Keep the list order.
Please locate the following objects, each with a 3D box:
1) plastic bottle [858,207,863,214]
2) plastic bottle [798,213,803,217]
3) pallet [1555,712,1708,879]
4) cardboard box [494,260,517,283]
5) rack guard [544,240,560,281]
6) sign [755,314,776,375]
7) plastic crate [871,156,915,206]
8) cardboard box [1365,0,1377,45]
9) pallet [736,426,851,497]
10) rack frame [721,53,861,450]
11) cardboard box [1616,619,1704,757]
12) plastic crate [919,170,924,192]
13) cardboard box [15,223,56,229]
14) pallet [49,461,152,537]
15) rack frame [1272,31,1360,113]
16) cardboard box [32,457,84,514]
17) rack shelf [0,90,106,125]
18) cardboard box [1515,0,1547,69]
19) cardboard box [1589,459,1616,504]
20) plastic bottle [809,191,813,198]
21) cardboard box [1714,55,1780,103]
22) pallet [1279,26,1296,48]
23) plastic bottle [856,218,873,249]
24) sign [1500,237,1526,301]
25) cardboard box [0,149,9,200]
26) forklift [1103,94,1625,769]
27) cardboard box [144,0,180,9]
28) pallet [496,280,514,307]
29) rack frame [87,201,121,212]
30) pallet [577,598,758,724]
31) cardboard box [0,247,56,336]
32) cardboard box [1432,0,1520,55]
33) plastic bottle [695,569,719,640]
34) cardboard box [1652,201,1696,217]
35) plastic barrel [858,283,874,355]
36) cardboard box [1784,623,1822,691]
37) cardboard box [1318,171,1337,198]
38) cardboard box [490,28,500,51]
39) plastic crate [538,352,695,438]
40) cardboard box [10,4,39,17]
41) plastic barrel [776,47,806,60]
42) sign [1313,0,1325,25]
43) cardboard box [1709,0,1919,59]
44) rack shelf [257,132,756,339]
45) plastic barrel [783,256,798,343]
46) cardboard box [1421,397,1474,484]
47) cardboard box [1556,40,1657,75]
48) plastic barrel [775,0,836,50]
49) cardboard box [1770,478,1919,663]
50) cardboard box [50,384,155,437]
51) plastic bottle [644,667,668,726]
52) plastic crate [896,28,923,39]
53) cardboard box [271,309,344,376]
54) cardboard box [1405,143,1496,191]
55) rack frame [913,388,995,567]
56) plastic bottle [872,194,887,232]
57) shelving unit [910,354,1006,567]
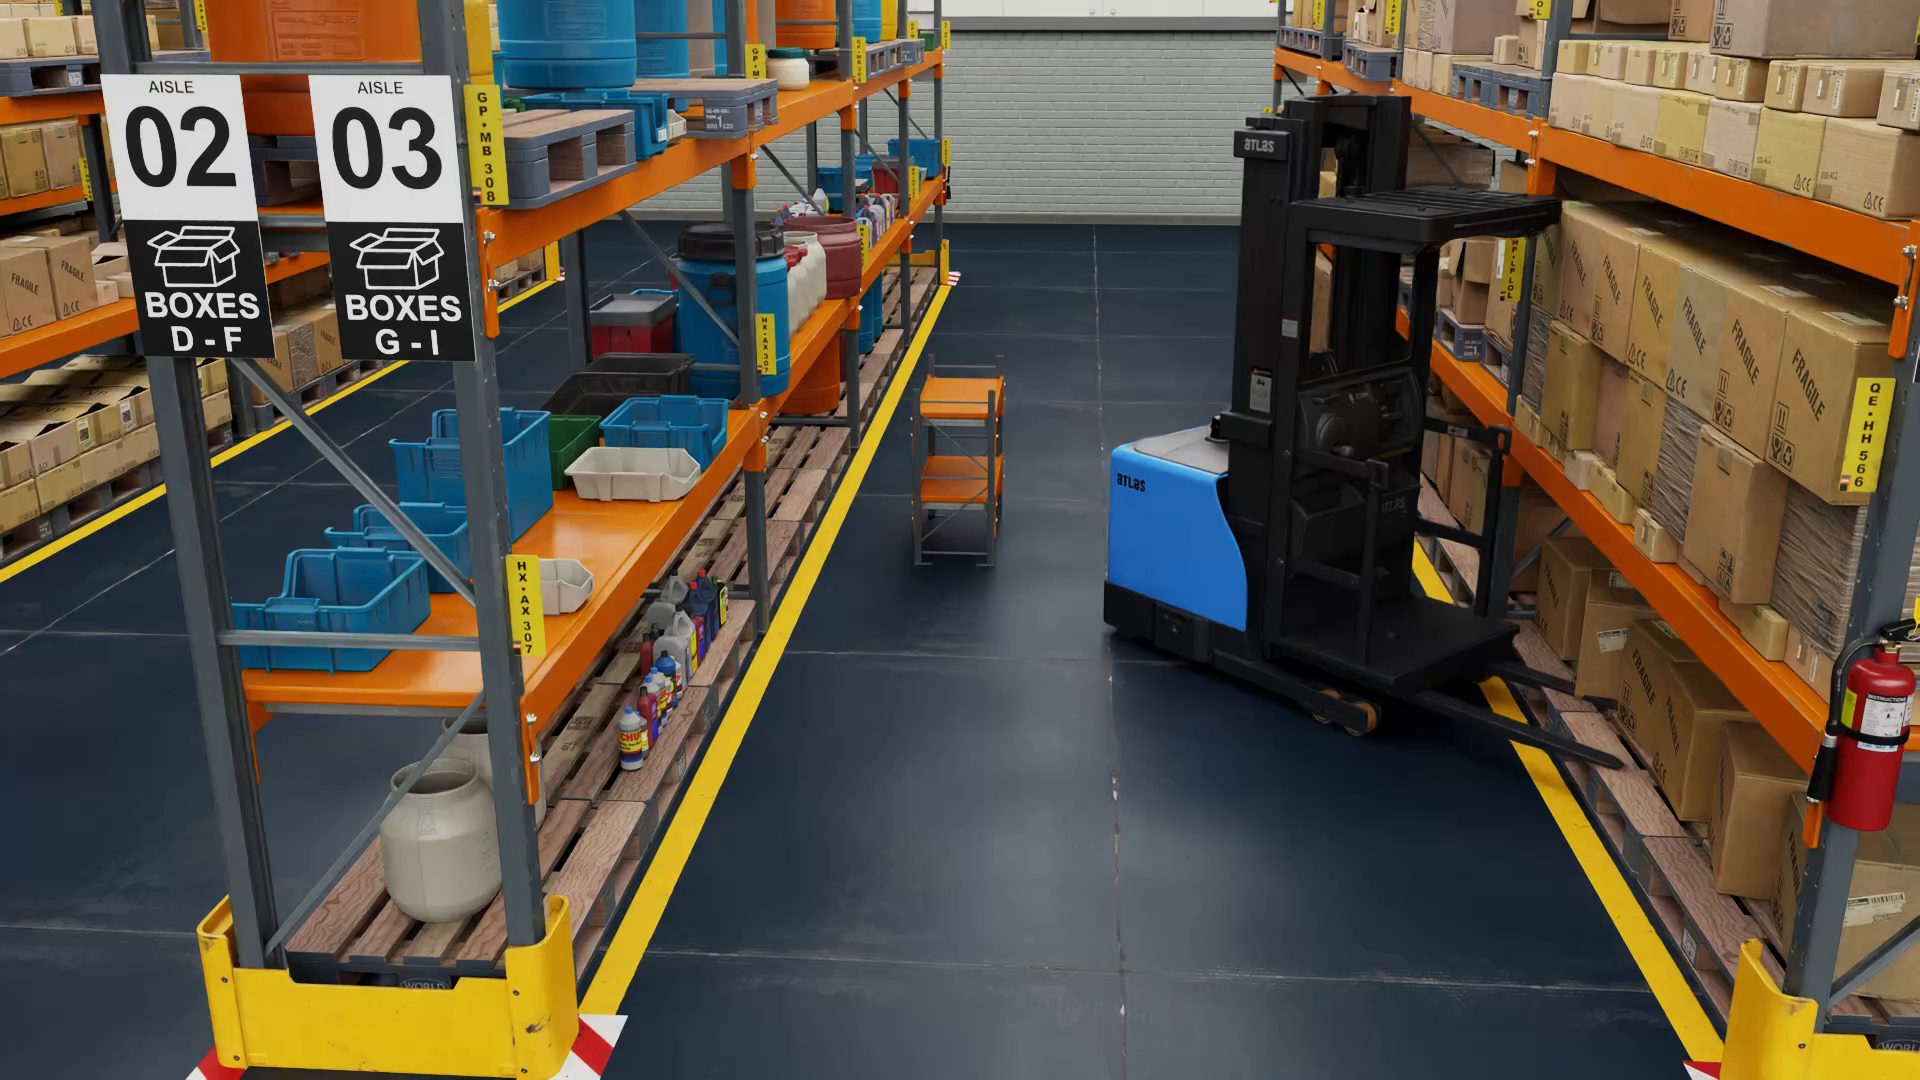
[{"bbox_3d":[-0.909,-2.903,15.172,0.097,0.271,0.097,0,18,0],"label":"plastic bottle"},{"bbox_3d":[-1.408,-2.754,14.716,0.097,0.271,0.097,0,18,0],"label":"plastic bottle"},{"bbox_3d":[3.263,1.101,7.225,1.003,0.211,1.213,1,18,4],"label":"pallet"},{"bbox_3d":[-5.551,-3.197,19.570,0.500,0.250,0.500,1,18,4],"label":"cardboard box"},{"bbox_3d":[-5.665,-3.551,20.959,1.175,0.500,0.348,1,18,4],"label":"rack guard"},{"bbox_3d":[-1.031,-1.040,8.835,0.100,0.325,0.005,1,18,4],"label":"sign"},{"bbox_3d":[-0.692,-3.739,17.319,0.402,0.464,0.583,1,18,4],"label":"plastic crate"},{"bbox_3d":[3.773,-4.365,13.769,0.797,0.503,0.637,1,18,3],"label":"cardboard box"},{"bbox_3d":[-1.387,-0.602,12.420,1.003,0.211,1.213,1,18,4],"label":"pallet"},{"bbox_3d":[-1.292,-2.167,12.718,1.000,3.000,0.127,1,18,4],"label":"rack frame"},{"bbox_3d":[3.293,0.671,7.399,0.500,0.500,0.500,0,18,-1],"label":"cardboard box"},{"bbox_3d":[-0.610,-3.957,18.353,0.416,0.233,0.300,1,18,4],"label":"plastic crate"},{"bbox_3d":[-10.831,-3.622,19.458,0.380,0.149,0.250,1,18,4],"label":"cardboard box"},{"bbox_3d":[-6.421,-0.320,11.562,1.003,0.211,1.213,1,18,4],"label":"pallet"},{"bbox_3d":[4.221,-4.541,19.963,1.000,3.000,0.127,1,18,4],"label":"rack frame"},{"bbox_3d":[-6.171,-0.368,10.971,0.500,0.250,0.500,1,18,2],"label":"cardboard box"},{"bbox_3d":[-6.376,-2.741,10.808,1.077,0.370,4.000,1,18,4],"label":"rack shelf"},{"bbox_3d":[3.560,-2.924,9.372,0.797,0.503,0.637,2,18,6],"label":"cardboard box"},{"bbox_3d":[2.981,-0.245,7.258,0.380,0.149,0.250,1,18,4],"label":"cardboard box"},{"bbox_3d":[-1.458,-3.249,16.209,0.061,0.283,0.133,1,18,4],"label":"plastic bottle"},{"bbox_3d":[2.883,-1.612,5.809,0.380,0.149,0.250,0,18,1],"label":"cardboard box"},{"bbox_3d":[4.179,-5.693,18.806,1.003,0.211,1.213,1,18,4],"label":"pallet"},{"bbox_3d":[-0.840,-2.665,14.440,0.152,0.276,0.135,1,18,4],"label":"plastic bottle"},{"bbox_3d":[2.807,-1.375,8.443,0.100,0.325,0.005,1,18,4],"label":"sign"},{"bbox_3d":[-10.832,-3.941,17.650,0.980,0.700,0.700,2,18,5],"label":"cardboard box"},{"bbox_3d":[2.133,-0.623,8.117,1.130,2.935,3.031,-15,23,-38],"label":"forklift"},{"bbox_3d":[-6.195,-4.362,12.833,0.500,0.500,0.500,1,18,4],"label":"cardboard box"},{"bbox_3d":[-5.811,-2.789,19.095,1.003,0.211,1.213,1,18,4],"label":"pallet"},{"bbox_3d":[-10.600,-4.872,20.975,1.000,3.000,0.127,1,18,4],"label":"rack frame"},{"bbox_3d":[-1.669,0.609,8.727,1.003,0.211,1.213,1,18,4],"label":"pallet"},{"bbox_3d":[-6.375,-1.641,10.953,0.500,0.500,0.500,1,18,4],"label":"cardboard box"},{"bbox_3d":[3.288,-3.312,10.434,0.500,0.500,0.500,1,18,2],"label":"cardboard box"},{"bbox_3d":[-1.338,0.332,8.640,0.144,0.351,0.185,1,18,2],"label":"plastic bottle"},{"bbox_3d":[3.603,-1.332,7.926,0.500,0.500,0.500,1,18,4],"label":"cardboard box"},{"bbox_3d":[-1.112,-2.223,15.585,0.600,0.901,0.708,1,18,4],"label":"plastic barrel"},{"bbox_3d":[2.907,0.377,5.358,0.380,0.149,0.250,1,18,4],"label":"cardboard box"},{"bbox_3d":[3.652,-3.209,15.737,0.500,0.500,0.500,1,18,4],"label":"cardboard box"},{"bbox_3d":[-5.503,-5.641,18.745,0.500,0.250,0.500,1,18,4],"label":"cardboard box"},{"bbox_3d":[-1.744,-0.735,8.448,0.767,0.338,0.504,1,18,4],"label":"plastic crate"},{"bbox_3d":[-10.495,-5.757,18.265,0.500,0.250,0.500,1,18,2],"label":"cardboard box"},{"bbox_3d":[-1.259,-3.440,12.037,0.294,0.245,0.294,0,18,0],"label":"plastic barrel"},{"bbox_3d":[3.381,-5.019,15.648,0.100,0.325,0.005,1,18,4],"label":"sign"},{"bbox_3d":[2.933,-1.910,5.677,0.500,0.500,0.500,1,18,4],"label":"cardboard box"},{"bbox_3d":[-1.723,-1.387,6.676,1.077,0.370,4.000,1,18,4],"label":"rack shelf"},{"bbox_3d":[-1.239,-1.509,10.492,0.433,0.535,0.433,0,18,0],"label":"plastic barrel"},{"bbox_3d":[3.593,-0.696,11.538,0.700,0.500,0.500,0,18,-1],"label":"cardboard box"},{"bbox_3d":[3.030,-2.263,7.796,0.380,0.149,0.250,1,18,2],"label":"cardboard box"},{"bbox_3d":[-1.249,-4.172,12.656,0.600,0.830,0.708,1,18,4],"label":"plastic barrel"},{"bbox_3d":[3.141,0.070,5.255,0.875,0.500,0.500,1,18,4],"label":"cardboard box"},{"bbox_3d":[-6.094,-0.951,11.850,0.500,0.311,0.500,1,18,4],"label":"cardboard box"},{"bbox_3d":[-1.393,0.712,7.608,0.097,0.271,0.097,0,18,0],"label":"plastic bottle"},{"bbox_3d":[-0.643,-5.152,17.221,0.497,0.269,0.590,1,18,4],"label":"plastic crate"},{"bbox_3d":[-5.842,-1.753,14.763,0.500,0.500,0.500,1,18,3],"label":"cardboard box"},{"bbox_3d":[3.716,-2.807,12.900,0.797,0.503,0.637,2,18,6],"label":"cardboard box"},{"bbox_3d":[-0.036,-0.379,10.272,0.500,1.125,0.032,1,18,4],"label":"rack frame"},{"bbox_3d":[-0.758,-3.035,15.448,0.144,0.351,0.185,1,18,4],"label":"plastic bottle"},{"bbox_3d":[0.000,-0.537,10.754,0.538,1.125,1.048,1,18,4],"label":"shelving unit"}]
